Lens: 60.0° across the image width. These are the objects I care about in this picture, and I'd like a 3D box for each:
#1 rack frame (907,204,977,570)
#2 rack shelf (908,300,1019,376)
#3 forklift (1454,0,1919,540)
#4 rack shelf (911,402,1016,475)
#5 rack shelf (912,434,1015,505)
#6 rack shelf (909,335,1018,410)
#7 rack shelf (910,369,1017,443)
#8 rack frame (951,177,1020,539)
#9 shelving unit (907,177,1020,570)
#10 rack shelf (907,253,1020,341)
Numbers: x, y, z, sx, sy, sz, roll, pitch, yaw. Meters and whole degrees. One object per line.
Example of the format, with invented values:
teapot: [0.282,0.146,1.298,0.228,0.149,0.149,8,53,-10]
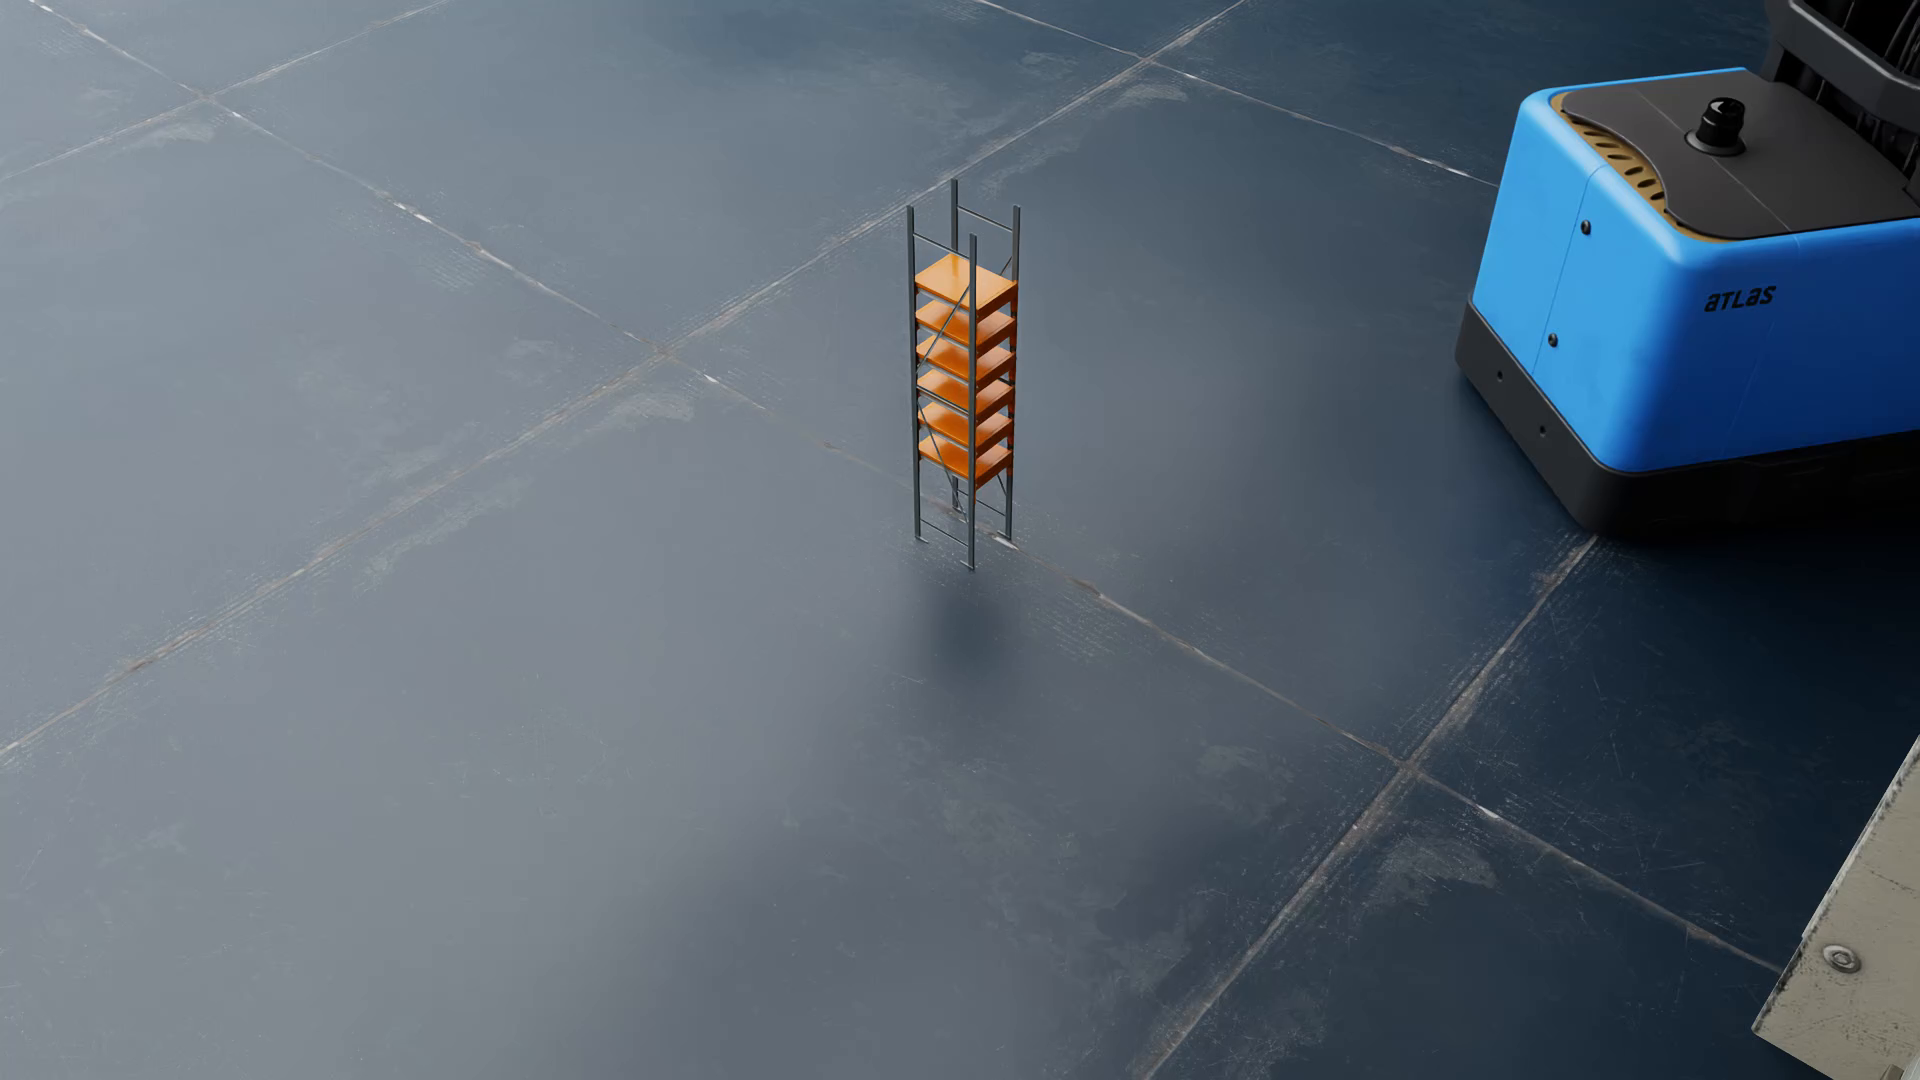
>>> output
rack frame: [-0.050,-0.404,4.803,0.240,1.200,0.006,29,50,28]
rack shelf: [0.009,-0.596,4.723,0.258,0.103,0.180,29,50,28]
forklift: [3.310,-1.600,4.831,3.031,2.935,1.130,-9,43,-9]
rack shelf: [0.009,-0.330,4.965,0.258,0.103,0.180,29,50,28]
rack shelf: [0.009,-0.241,5.046,0.258,0.103,0.180,29,50,28]
rack shelf: [0.009,-0.507,4.804,0.258,0.103,0.180,29,50,28]
rack shelf: [0.009,-0.419,4.884,0.258,0.103,0.180,29,50,28]
rack frame: [0.068,-0.499,4.906,0.240,1.200,0.006,29,50,28]
shelving unit: [0.009,-0.451,4.855,0.258,1.200,0.189,29,50,28]
rack shelf: [0.009,-0.685,4.642,0.258,0.103,0.180,29,50,28]
